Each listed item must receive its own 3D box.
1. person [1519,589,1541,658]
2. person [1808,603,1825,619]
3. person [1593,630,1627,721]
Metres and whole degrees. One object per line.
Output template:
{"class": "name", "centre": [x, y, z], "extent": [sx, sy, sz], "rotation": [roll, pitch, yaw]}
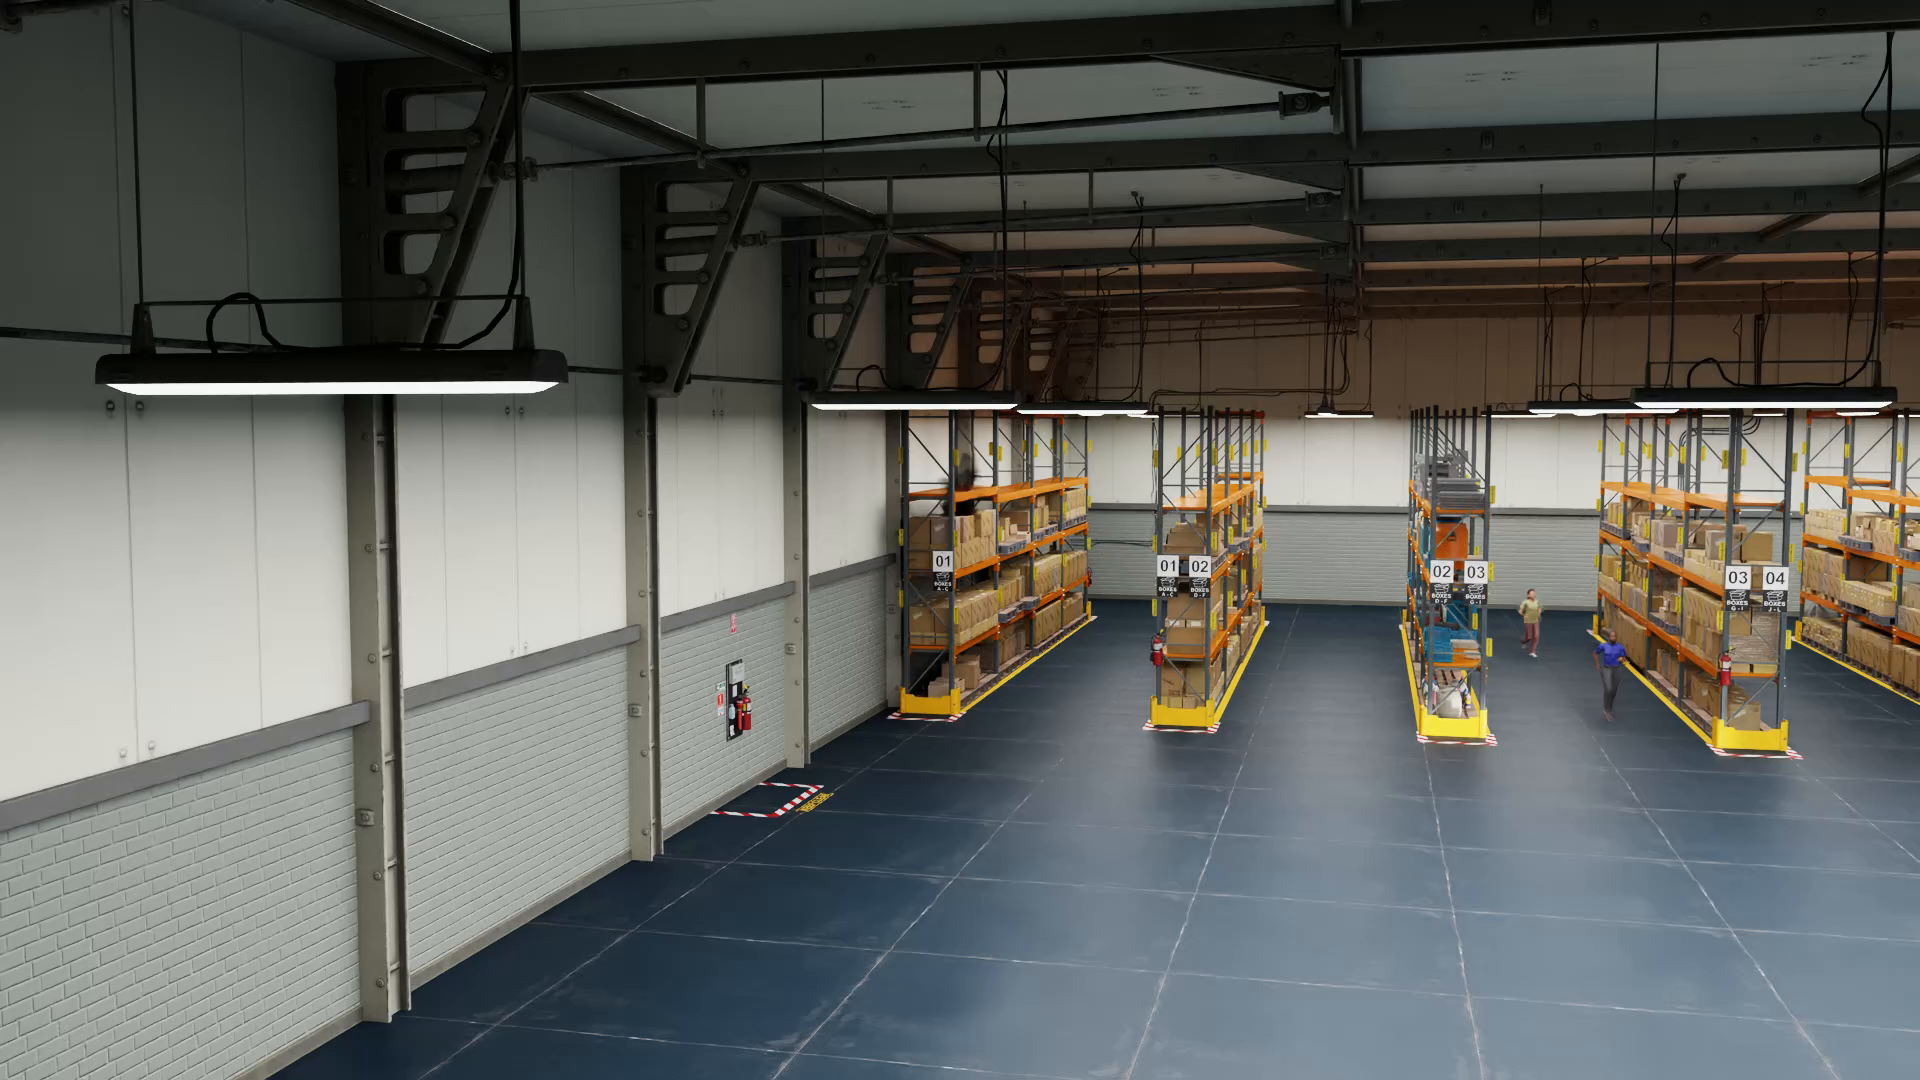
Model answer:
{"class": "person", "centre": [13.896, 2.008, 40.462], "extent": [0.579, 1.641, 0.755], "rotation": [0, 4, -4]}
{"class": "person", "centre": [22.872, 1.733, 44.253], "extent": [0.613, 1.640, 0.589], "rotation": [3, 5, 32]}
{"class": "person", "centre": [12.557, 2.600, 32.094], "extent": [0.549, 1.704, 0.763], "rotation": [0, 4, 3]}
